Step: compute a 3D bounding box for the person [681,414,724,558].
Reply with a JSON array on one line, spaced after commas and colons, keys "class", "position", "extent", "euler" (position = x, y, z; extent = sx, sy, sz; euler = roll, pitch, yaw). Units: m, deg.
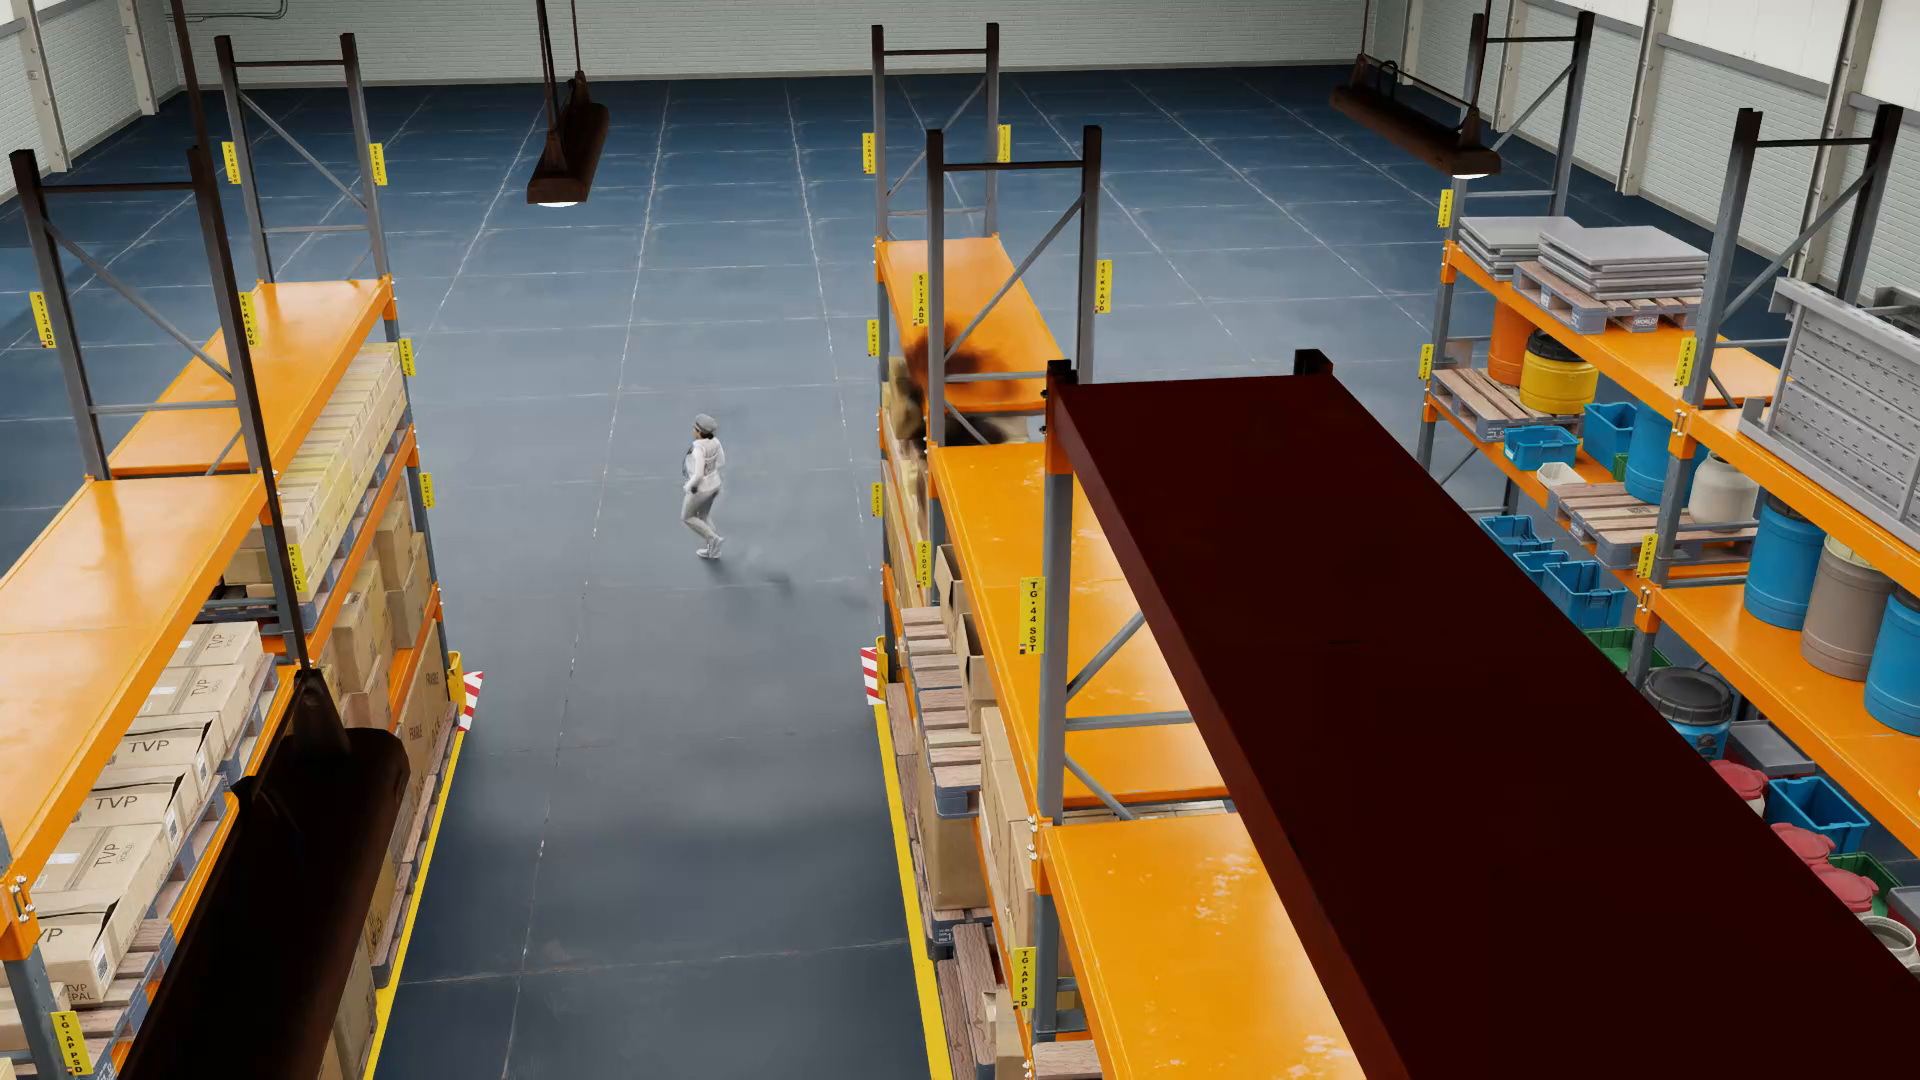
[{"class": "person", "position": [-2.763, -0.570, 17.778], "extent": [0.560, 1.651, 0.609], "euler": [13, 28, 25]}]

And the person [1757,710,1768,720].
[{"class": "person", "position": [6.530, 1.493, 13.333], "extent": [0.672, 1.771, 0.837], "euler": [-6, 26, -12]}]
